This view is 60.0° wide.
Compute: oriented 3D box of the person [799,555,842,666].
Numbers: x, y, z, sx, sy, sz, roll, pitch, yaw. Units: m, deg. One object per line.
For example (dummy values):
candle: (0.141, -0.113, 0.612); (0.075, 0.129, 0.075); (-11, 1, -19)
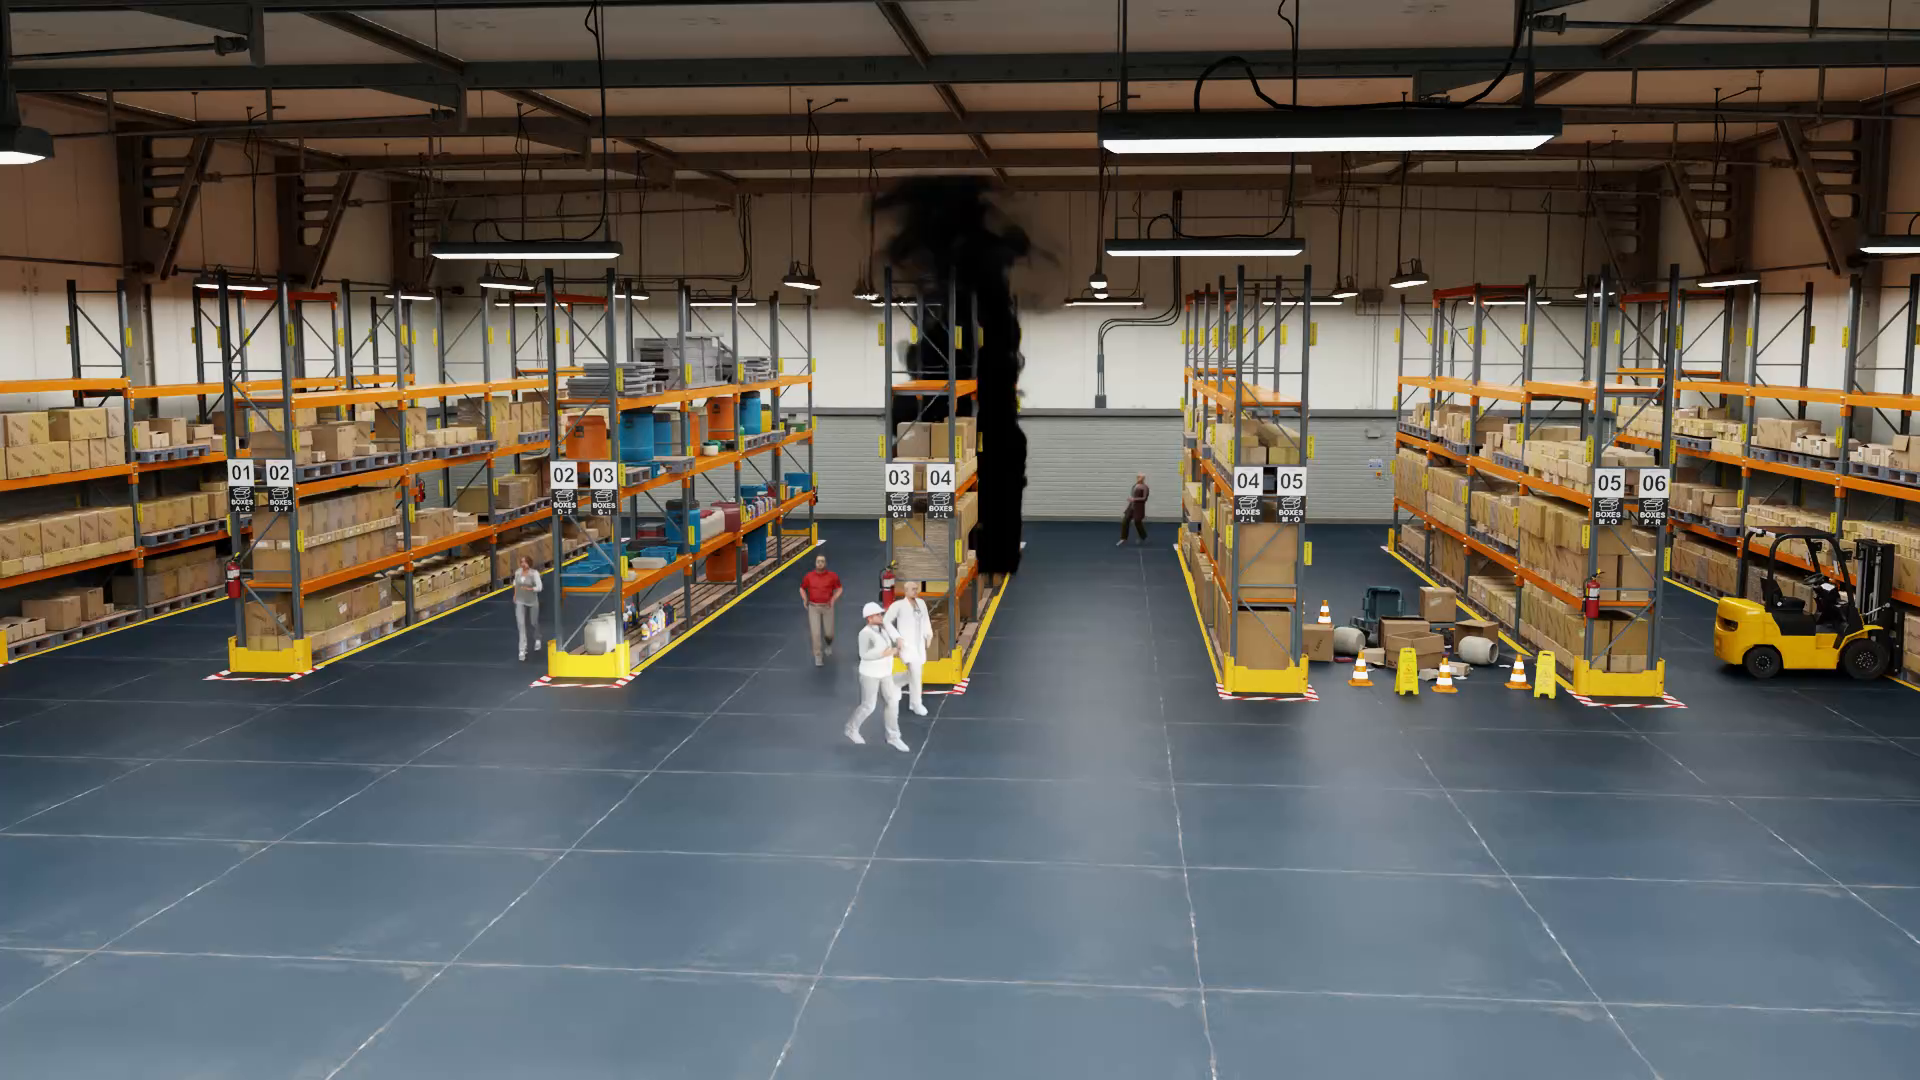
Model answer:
person: (-2.142, 1.066, 25.596); (0.664, 1.674, 0.633); (0, 7, -2)

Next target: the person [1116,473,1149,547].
person: (4.246, -0.734, 39.938); (0.967, 1.772, 0.704); (-5, 8, -34)

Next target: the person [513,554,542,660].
person: (-6.783, 1.019, 26.118); (0.520, 1.612, 0.842); (0, 7, 1)

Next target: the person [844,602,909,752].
person: (-1.035, 1.657, 20.237); (0.836, 1.812, 0.647); (4, 8, 31)

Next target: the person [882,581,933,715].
person: (-0.707, 1.425, 22.463); (0.738, 1.767, 0.885); (-7, 10, -43)
